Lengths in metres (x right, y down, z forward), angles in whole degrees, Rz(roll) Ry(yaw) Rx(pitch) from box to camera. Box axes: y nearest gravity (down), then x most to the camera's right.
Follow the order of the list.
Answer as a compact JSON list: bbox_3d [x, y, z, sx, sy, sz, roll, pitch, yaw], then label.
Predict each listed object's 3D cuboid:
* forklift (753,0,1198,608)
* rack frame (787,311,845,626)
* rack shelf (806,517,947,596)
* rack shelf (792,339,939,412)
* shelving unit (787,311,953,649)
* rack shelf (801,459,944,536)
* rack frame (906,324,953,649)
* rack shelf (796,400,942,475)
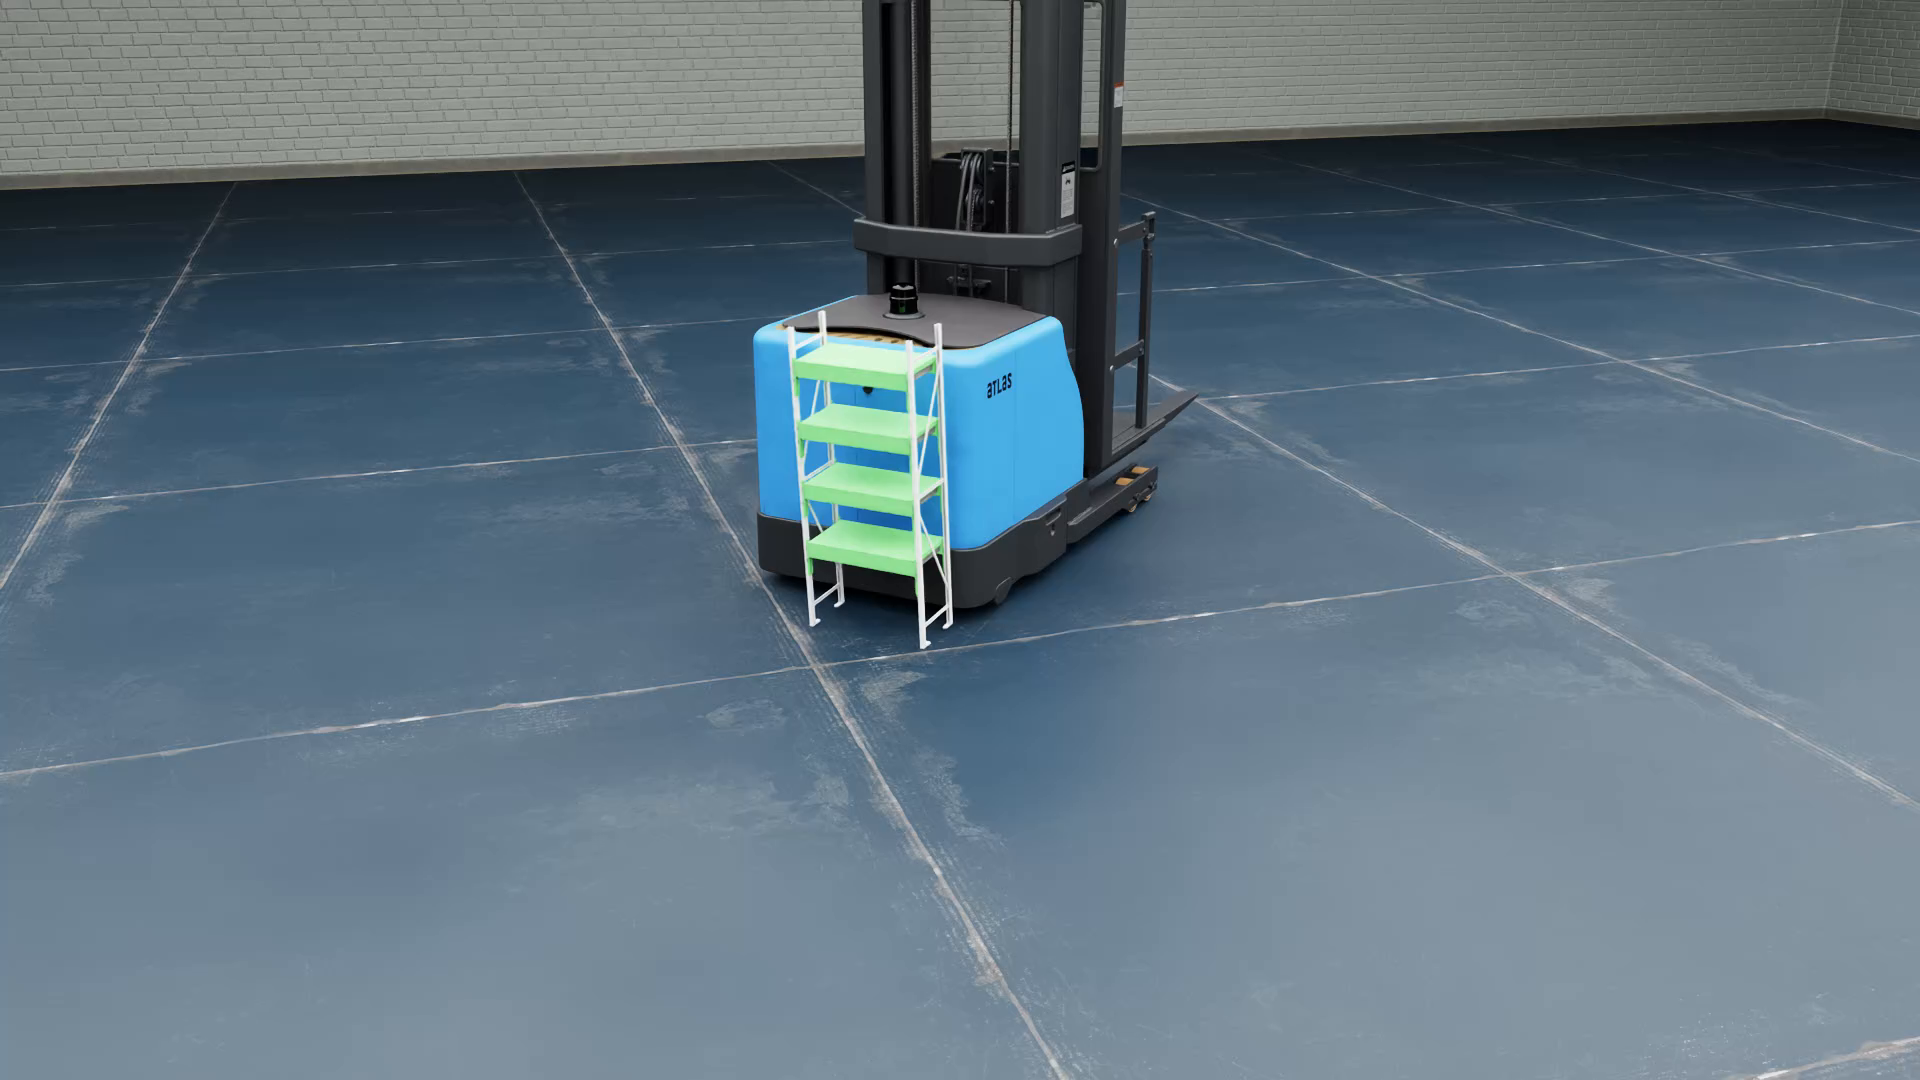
[{"bbox_3d":[0.291,-1.568,7.447,1.130,2.935,3.031,10,22,26],"label":"forklift"},{"bbox_3d":[-0.544,-0.259,6.337,0.015,1.200,0.240,10,26,25],"label":"rack frame"},{"bbox_3d":[-0.316,0.057,6.353,0.480,0.148,0.258,10,26,25],"label":"rack shelf"},{"bbox_3d":[-0.340,-0.603,6.067,0.480,0.148,0.258,10,26,25],"label":"rack shelf"},{"bbox_3d":[-0.326,-0.221,6.232,0.503,1.200,0.258,10,26,25],"label":"shelving unit"},{"bbox_3d":[-0.324,-0.163,6.258,0.480,0.148,0.258,10,26,25],"label":"rack shelf"},{"bbox_3d":[-0.109,-0.184,6.128,0.015,1.200,0.240,10,26,25],"label":"rack frame"},{"bbox_3d":[-0.332,-0.383,6.162,0.480,0.148,0.258,10,26,25],"label":"rack shelf"}]
